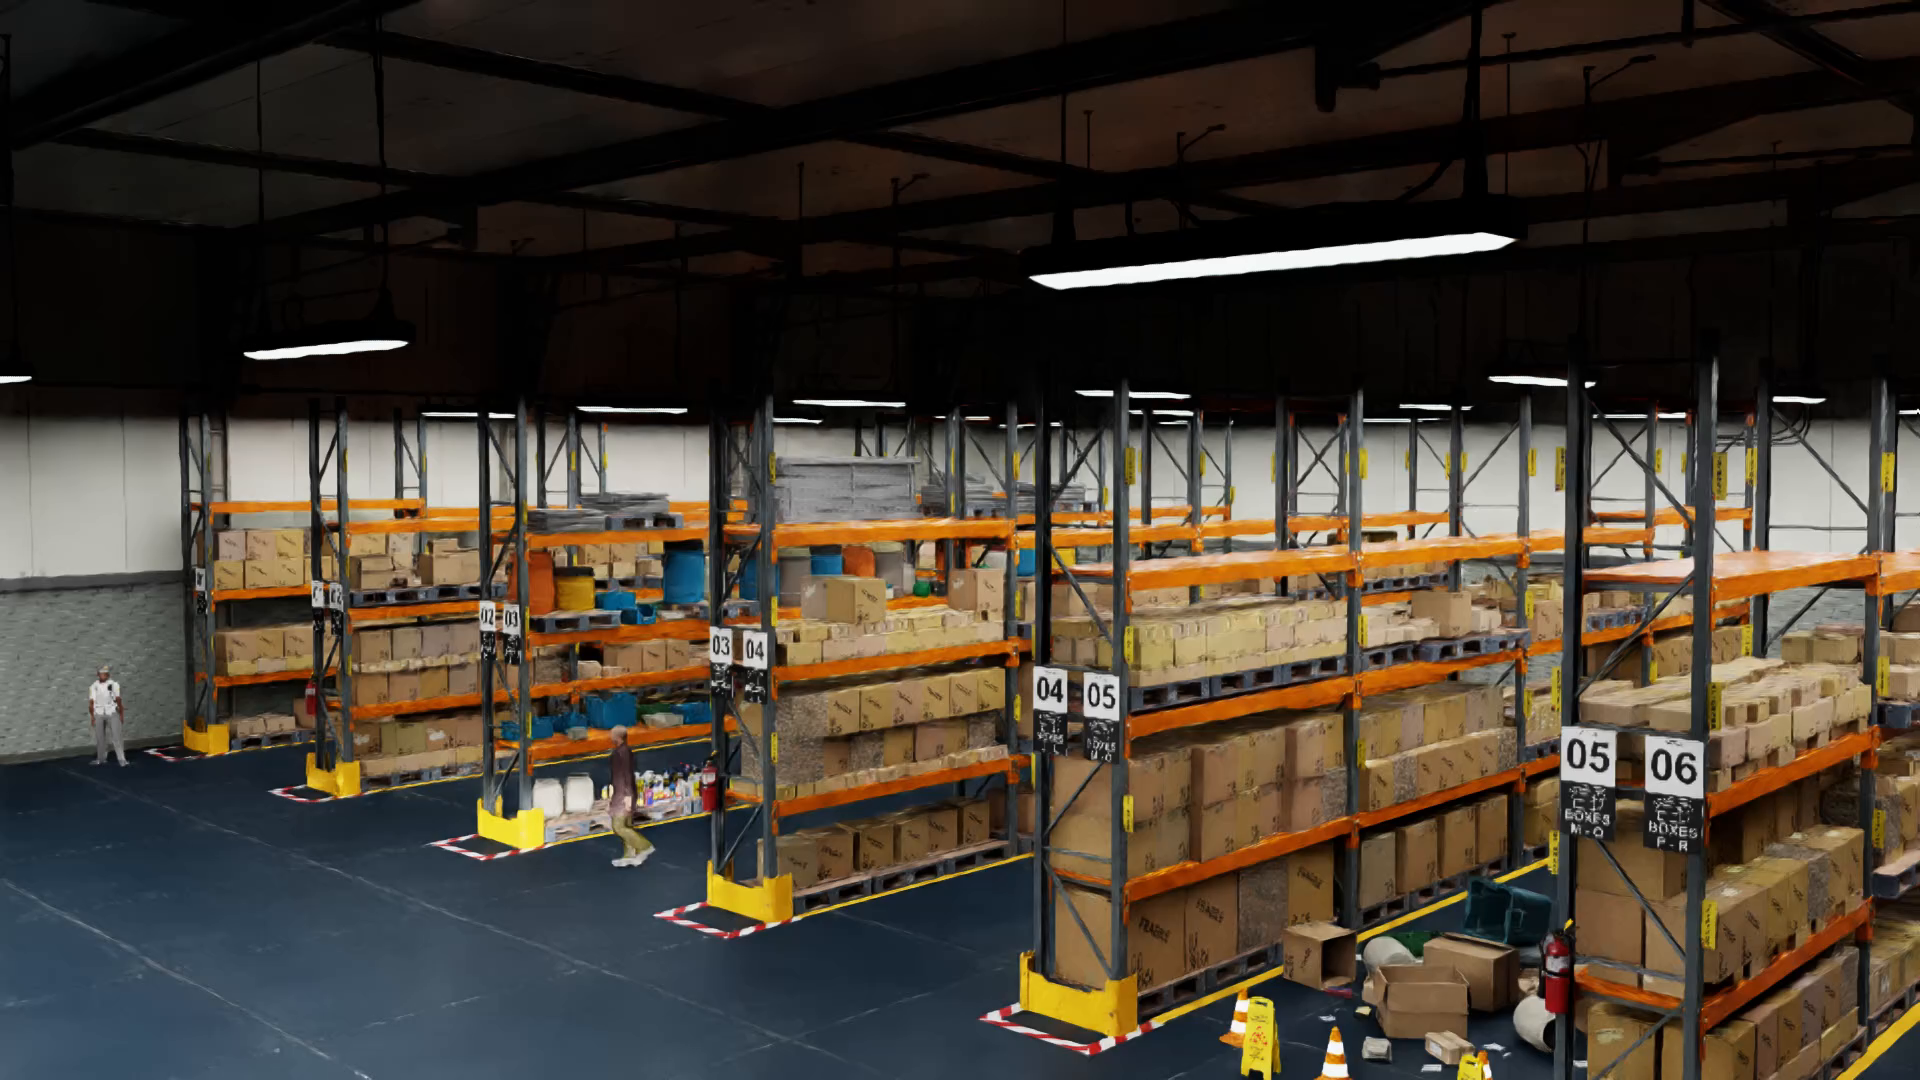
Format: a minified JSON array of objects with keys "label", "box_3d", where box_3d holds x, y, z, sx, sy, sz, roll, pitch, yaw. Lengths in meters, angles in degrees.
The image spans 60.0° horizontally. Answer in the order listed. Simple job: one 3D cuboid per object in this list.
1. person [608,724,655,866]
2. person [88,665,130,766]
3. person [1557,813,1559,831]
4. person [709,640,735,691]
[{"label":"person","box_3d":[-4.101,3.185,20.758,0.576,1.772,0.622,-1,3,-10]},{"label":"person","box_3d":[-14.011,2.875,27.369,0.675,1.674,0.520,-1,3,-16]},{"label":"person","box_3d":[6.915,3.284,18.479,0.665,1.778,0.583,-1,3,-15]},{"label":"person","box_3d":[-4.934,2.520,33.916,1.114,1.700,0.543,-3,4,-44]}]
